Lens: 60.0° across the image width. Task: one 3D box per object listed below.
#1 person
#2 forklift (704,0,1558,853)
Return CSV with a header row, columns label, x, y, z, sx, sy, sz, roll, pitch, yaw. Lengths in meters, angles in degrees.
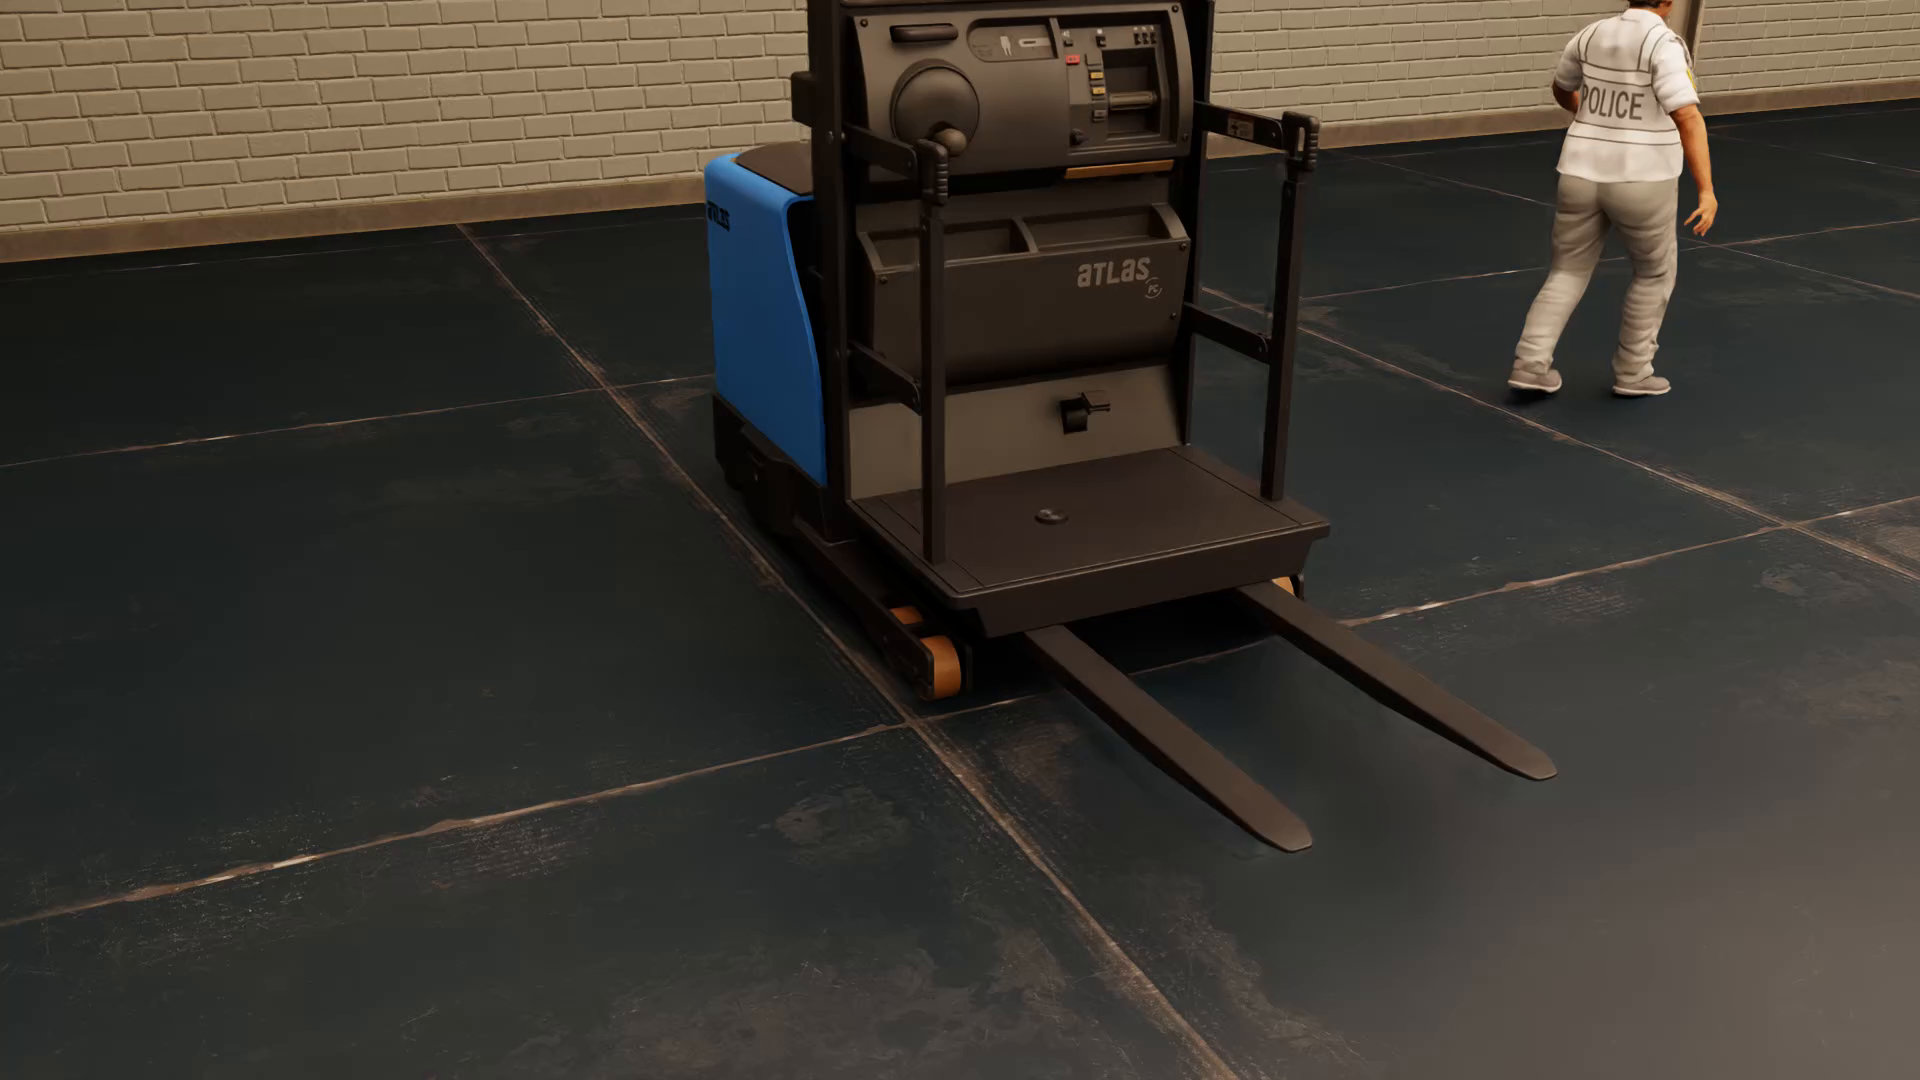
label,x,y,z,sx,sy,sz,roll,pitch,yaw
person,2.470,-1.310,6.149,0.728,1.644,0.884,-16,27,-33
forklift,0.269,-1.143,4.037,1.130,2.935,3.031,-10,25,-23
